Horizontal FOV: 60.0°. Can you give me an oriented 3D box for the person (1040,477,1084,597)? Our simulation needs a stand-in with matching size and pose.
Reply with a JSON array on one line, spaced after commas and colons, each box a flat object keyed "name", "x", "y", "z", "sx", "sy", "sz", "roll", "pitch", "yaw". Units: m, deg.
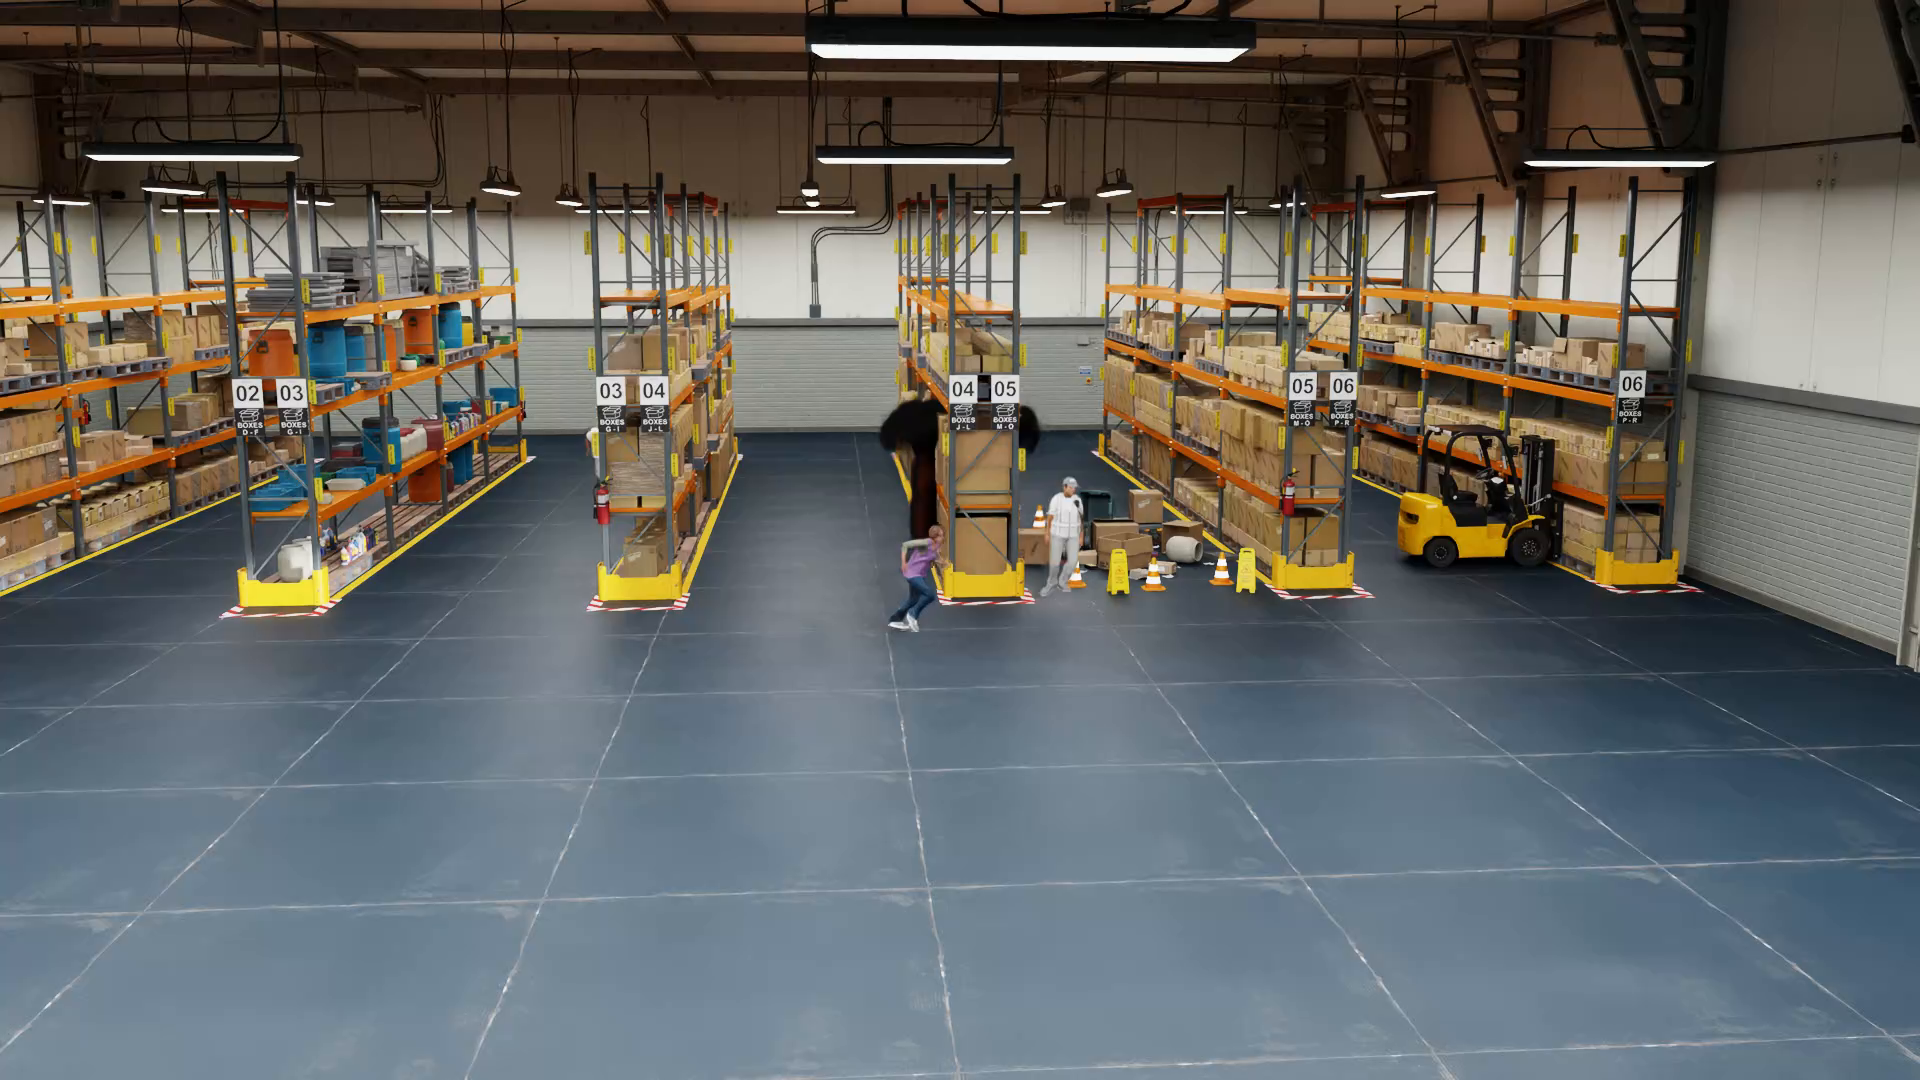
[{"name": "person", "x": 1.412, "y": -0.043, "z": 22.857, "sx": 0.585, "sy": 1.671, "sz": 0.475, "roll": -3, "pitch": 10, "yaw": -16}]

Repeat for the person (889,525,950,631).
[{"name": "person", "x": -0.549, "y": 0.500, "z": 21.618, "sx": 0.872, "sy": 1.435, "sz": 0.570, "roll": 5, "pitch": 11, "yaw": 26}]

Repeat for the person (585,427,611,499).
[{"name": "person", "x": -7.000, "y": -1.596, "z": 32.679, "sx": 0.688, "sy": 1.789, "sz": 0.724, "roll": -2, "pitch": 10, "yaw": -12}]
